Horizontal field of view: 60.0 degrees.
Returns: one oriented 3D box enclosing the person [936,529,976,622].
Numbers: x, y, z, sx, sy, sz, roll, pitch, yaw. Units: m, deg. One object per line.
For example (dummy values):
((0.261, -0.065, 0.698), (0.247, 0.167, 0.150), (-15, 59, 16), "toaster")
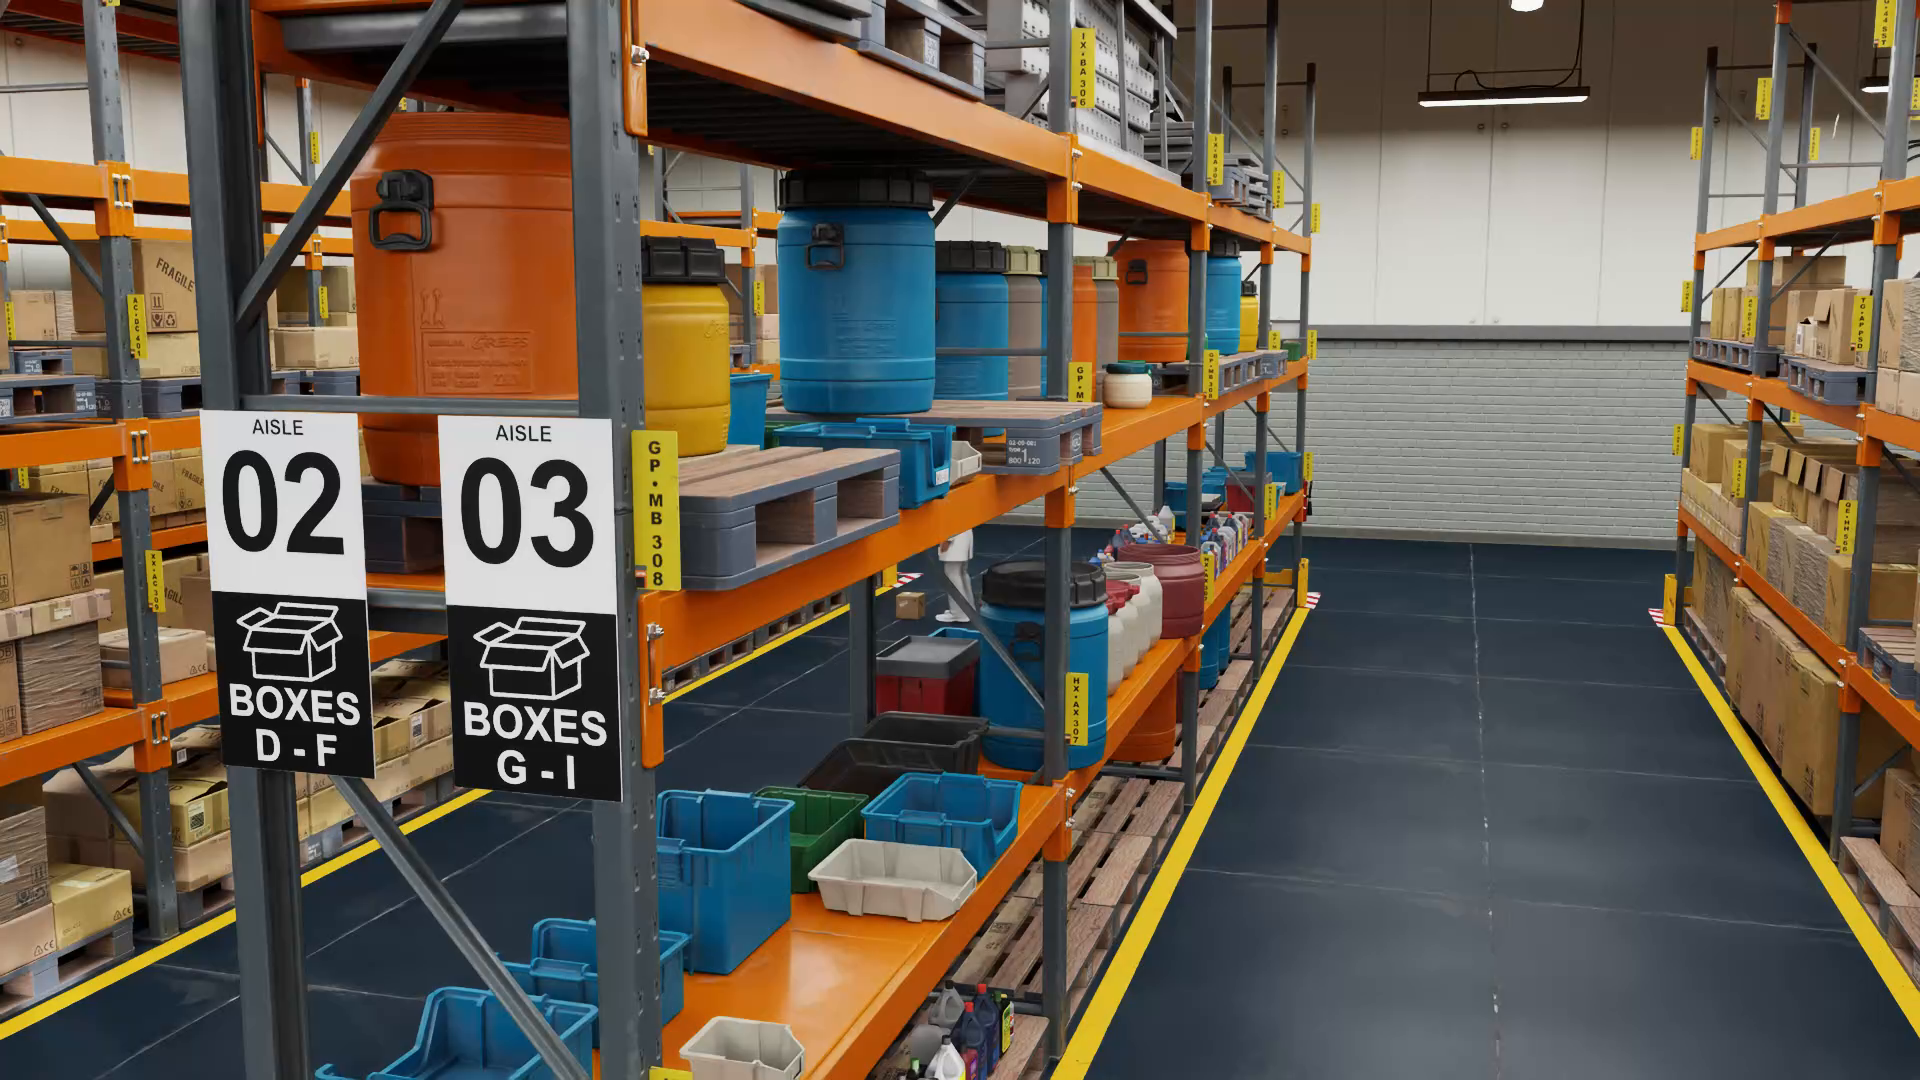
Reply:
((-0.046, -0.006, 17.954), (0.377, 1.774, 0.562), (3, 9, 17), "person")
